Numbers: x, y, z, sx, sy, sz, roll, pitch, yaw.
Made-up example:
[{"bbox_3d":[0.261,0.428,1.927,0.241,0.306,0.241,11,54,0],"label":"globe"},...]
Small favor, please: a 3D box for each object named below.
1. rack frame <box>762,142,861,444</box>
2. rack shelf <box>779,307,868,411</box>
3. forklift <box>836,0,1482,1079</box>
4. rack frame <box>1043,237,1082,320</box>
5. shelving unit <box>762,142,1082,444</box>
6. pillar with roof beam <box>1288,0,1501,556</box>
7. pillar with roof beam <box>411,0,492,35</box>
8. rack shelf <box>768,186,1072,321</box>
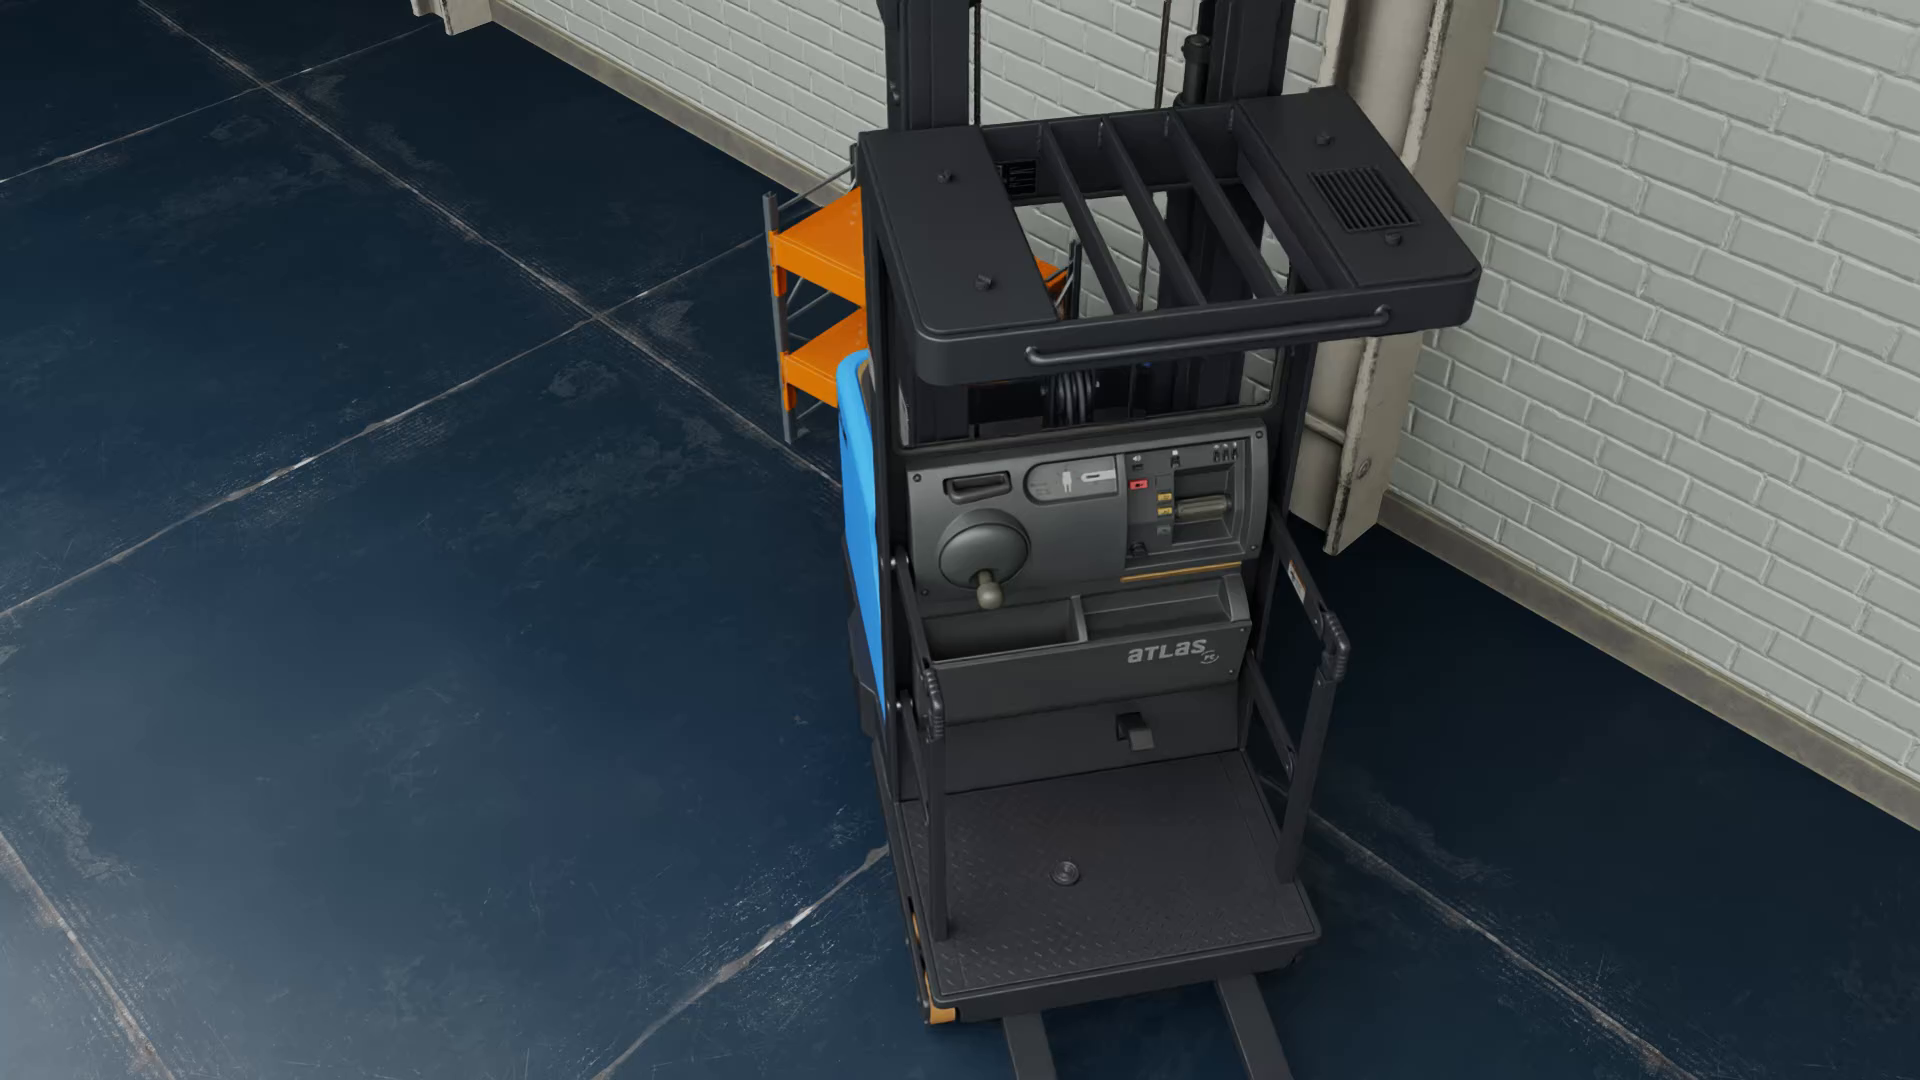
[{"bbox_3d":[-0.533,-0.935,6.433,0.032,1.125,0.500,29,50,28],"label":"rack frame"},{"bbox_3d":[-0.141,-0.535,6.361,1.000,0.278,0.538,29,50,28],"label":"rack shelf"},{"bbox_3d":[0.374,0.024,4.064,1.130,2.935,3.031,-8,43,-8],"label":"forklift"},{"bbox_3d":[0.250,-0.495,5.956,0.032,1.125,0.500,29,50,28],"label":"rack frame"},{"bbox_3d":[-0.141,-0.715,6.195,1.048,1.125,0.538,29,50,28],"label":"shelving unit"},{"bbox_3d":[-1.689,-1.348,1.078,9.100,9.000,0.400,-34,53,-31],"label":"pillar with roof beam"},{"bbox_3d":[-5.926,-4.231,4.198,9.100,9.000,0.400,-34,53,-31],"label":"pillar with roof beam"},{"bbox_3d":[-0.141,-0.930,5.996,1.000,0.278,0.538,29,50,28],"label":"rack shelf"}]
